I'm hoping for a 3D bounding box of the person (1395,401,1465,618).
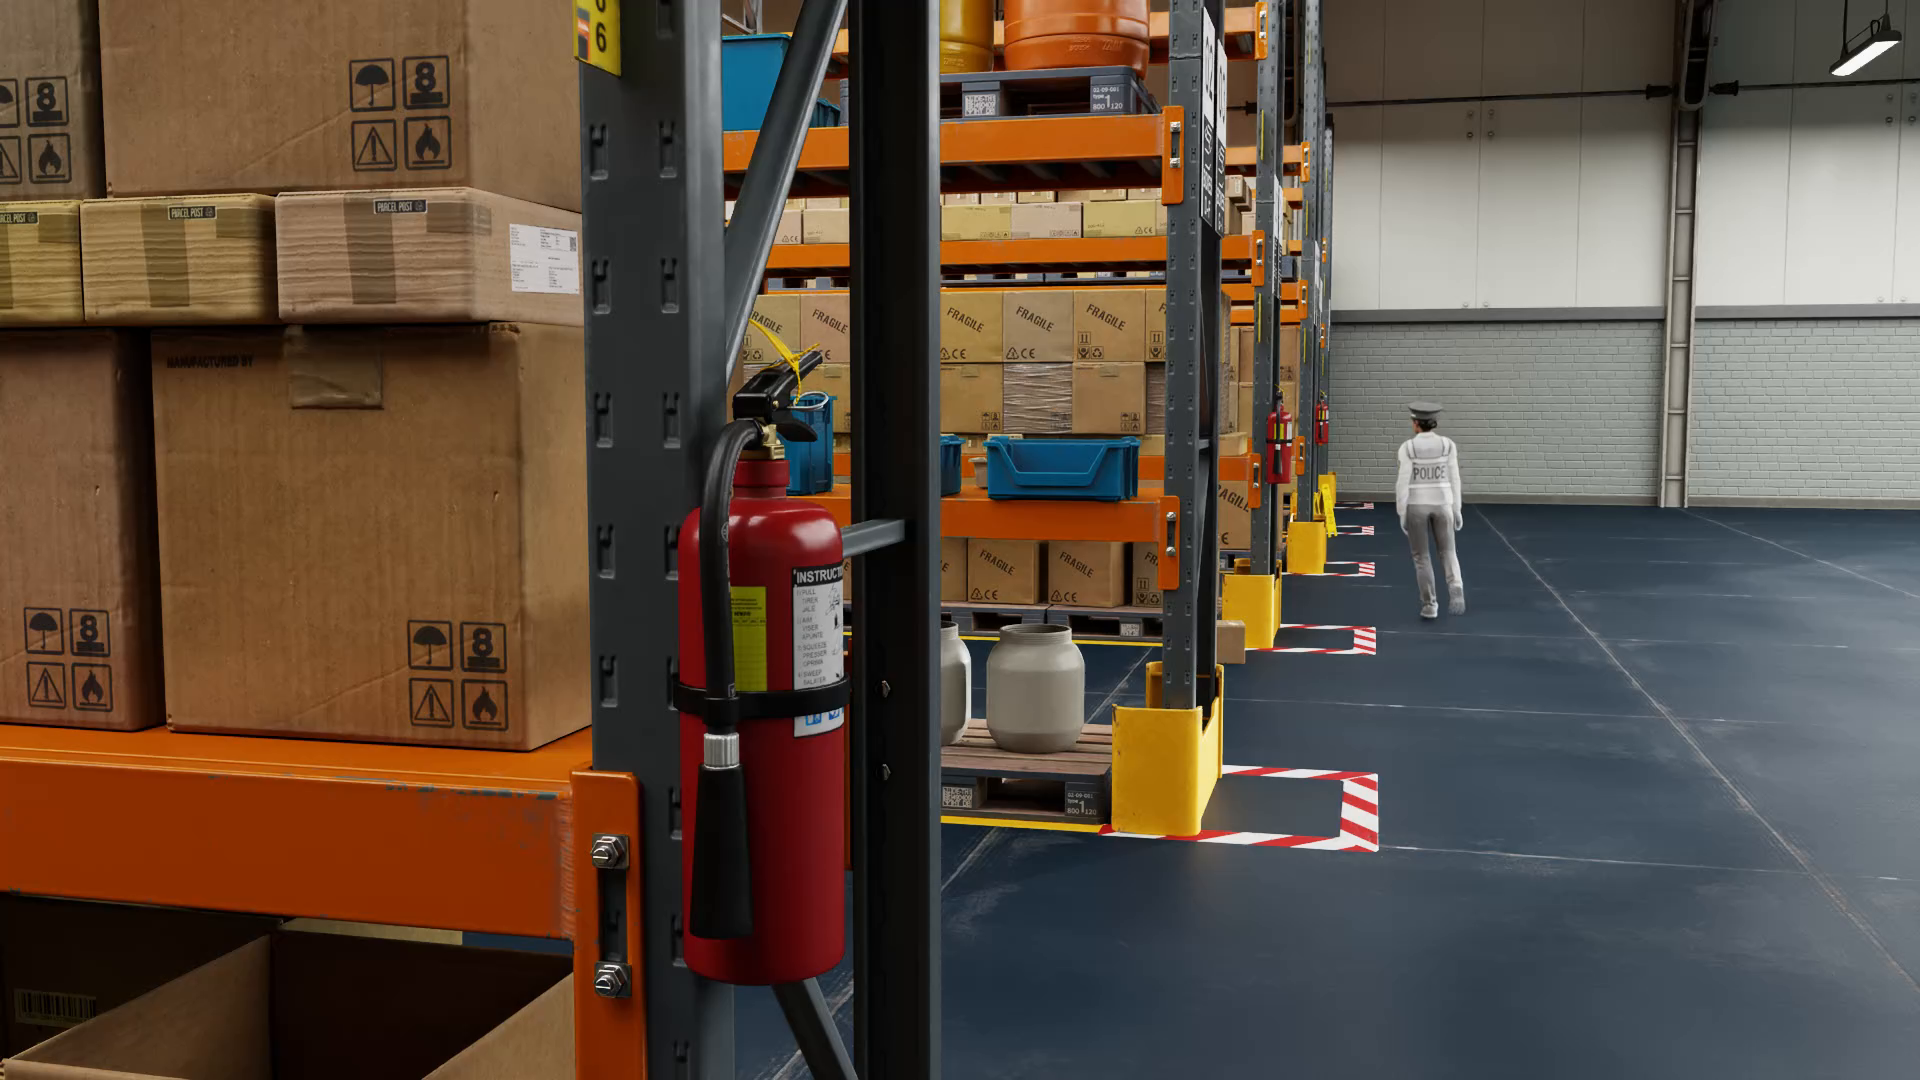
[{"bbox_3d":[3.544,-0.219,12.561,0.517,1.650,0.572,0,5,5],"label":"person"}]
